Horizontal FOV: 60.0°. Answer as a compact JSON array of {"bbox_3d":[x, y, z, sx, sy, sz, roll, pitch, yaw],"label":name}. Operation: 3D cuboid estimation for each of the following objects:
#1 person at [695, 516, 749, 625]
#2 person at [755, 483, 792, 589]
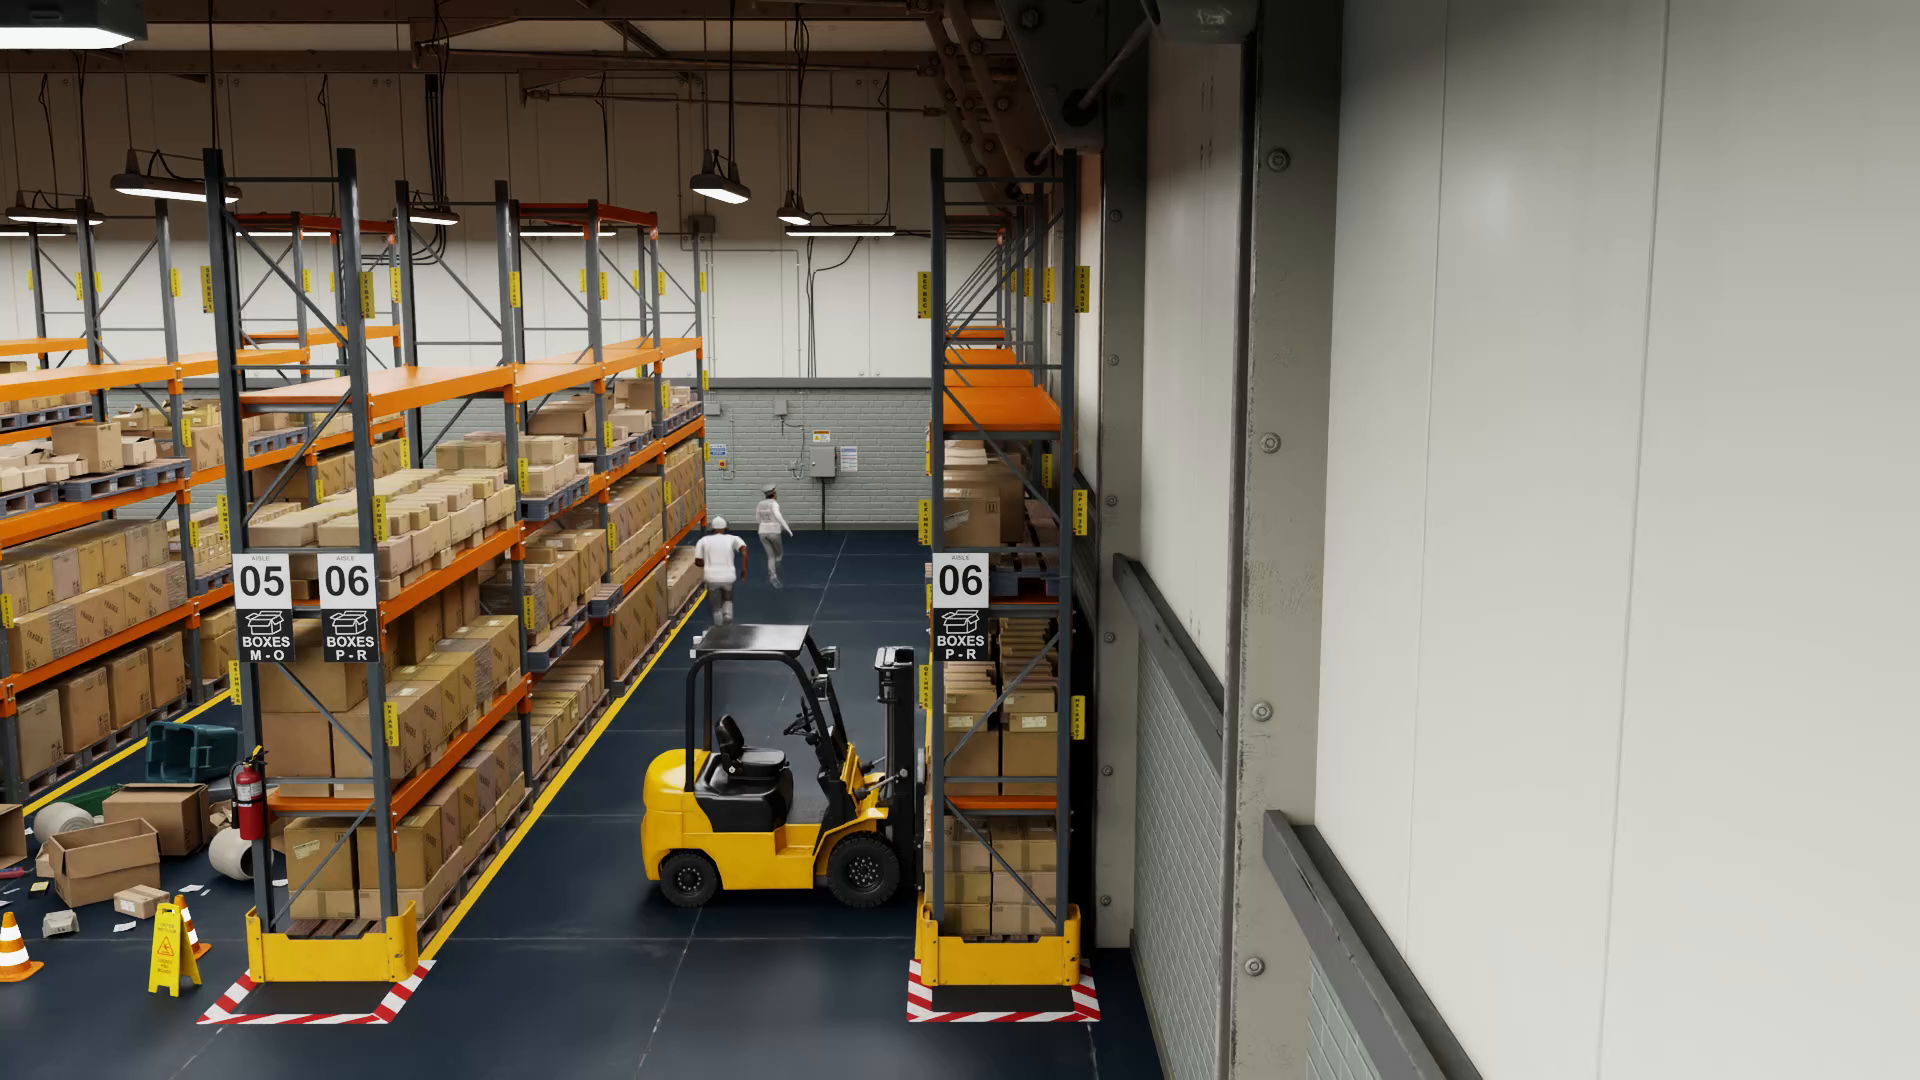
[{"bbox_3d":[-3.154,0.547,21.973,0.674,1.694,0.715,-2,9,-14],"label":"person"},{"bbox_3d":[-2.958,-0.053,26.076,0.715,1.651,0.584,4,10,24],"label":"person"}]
